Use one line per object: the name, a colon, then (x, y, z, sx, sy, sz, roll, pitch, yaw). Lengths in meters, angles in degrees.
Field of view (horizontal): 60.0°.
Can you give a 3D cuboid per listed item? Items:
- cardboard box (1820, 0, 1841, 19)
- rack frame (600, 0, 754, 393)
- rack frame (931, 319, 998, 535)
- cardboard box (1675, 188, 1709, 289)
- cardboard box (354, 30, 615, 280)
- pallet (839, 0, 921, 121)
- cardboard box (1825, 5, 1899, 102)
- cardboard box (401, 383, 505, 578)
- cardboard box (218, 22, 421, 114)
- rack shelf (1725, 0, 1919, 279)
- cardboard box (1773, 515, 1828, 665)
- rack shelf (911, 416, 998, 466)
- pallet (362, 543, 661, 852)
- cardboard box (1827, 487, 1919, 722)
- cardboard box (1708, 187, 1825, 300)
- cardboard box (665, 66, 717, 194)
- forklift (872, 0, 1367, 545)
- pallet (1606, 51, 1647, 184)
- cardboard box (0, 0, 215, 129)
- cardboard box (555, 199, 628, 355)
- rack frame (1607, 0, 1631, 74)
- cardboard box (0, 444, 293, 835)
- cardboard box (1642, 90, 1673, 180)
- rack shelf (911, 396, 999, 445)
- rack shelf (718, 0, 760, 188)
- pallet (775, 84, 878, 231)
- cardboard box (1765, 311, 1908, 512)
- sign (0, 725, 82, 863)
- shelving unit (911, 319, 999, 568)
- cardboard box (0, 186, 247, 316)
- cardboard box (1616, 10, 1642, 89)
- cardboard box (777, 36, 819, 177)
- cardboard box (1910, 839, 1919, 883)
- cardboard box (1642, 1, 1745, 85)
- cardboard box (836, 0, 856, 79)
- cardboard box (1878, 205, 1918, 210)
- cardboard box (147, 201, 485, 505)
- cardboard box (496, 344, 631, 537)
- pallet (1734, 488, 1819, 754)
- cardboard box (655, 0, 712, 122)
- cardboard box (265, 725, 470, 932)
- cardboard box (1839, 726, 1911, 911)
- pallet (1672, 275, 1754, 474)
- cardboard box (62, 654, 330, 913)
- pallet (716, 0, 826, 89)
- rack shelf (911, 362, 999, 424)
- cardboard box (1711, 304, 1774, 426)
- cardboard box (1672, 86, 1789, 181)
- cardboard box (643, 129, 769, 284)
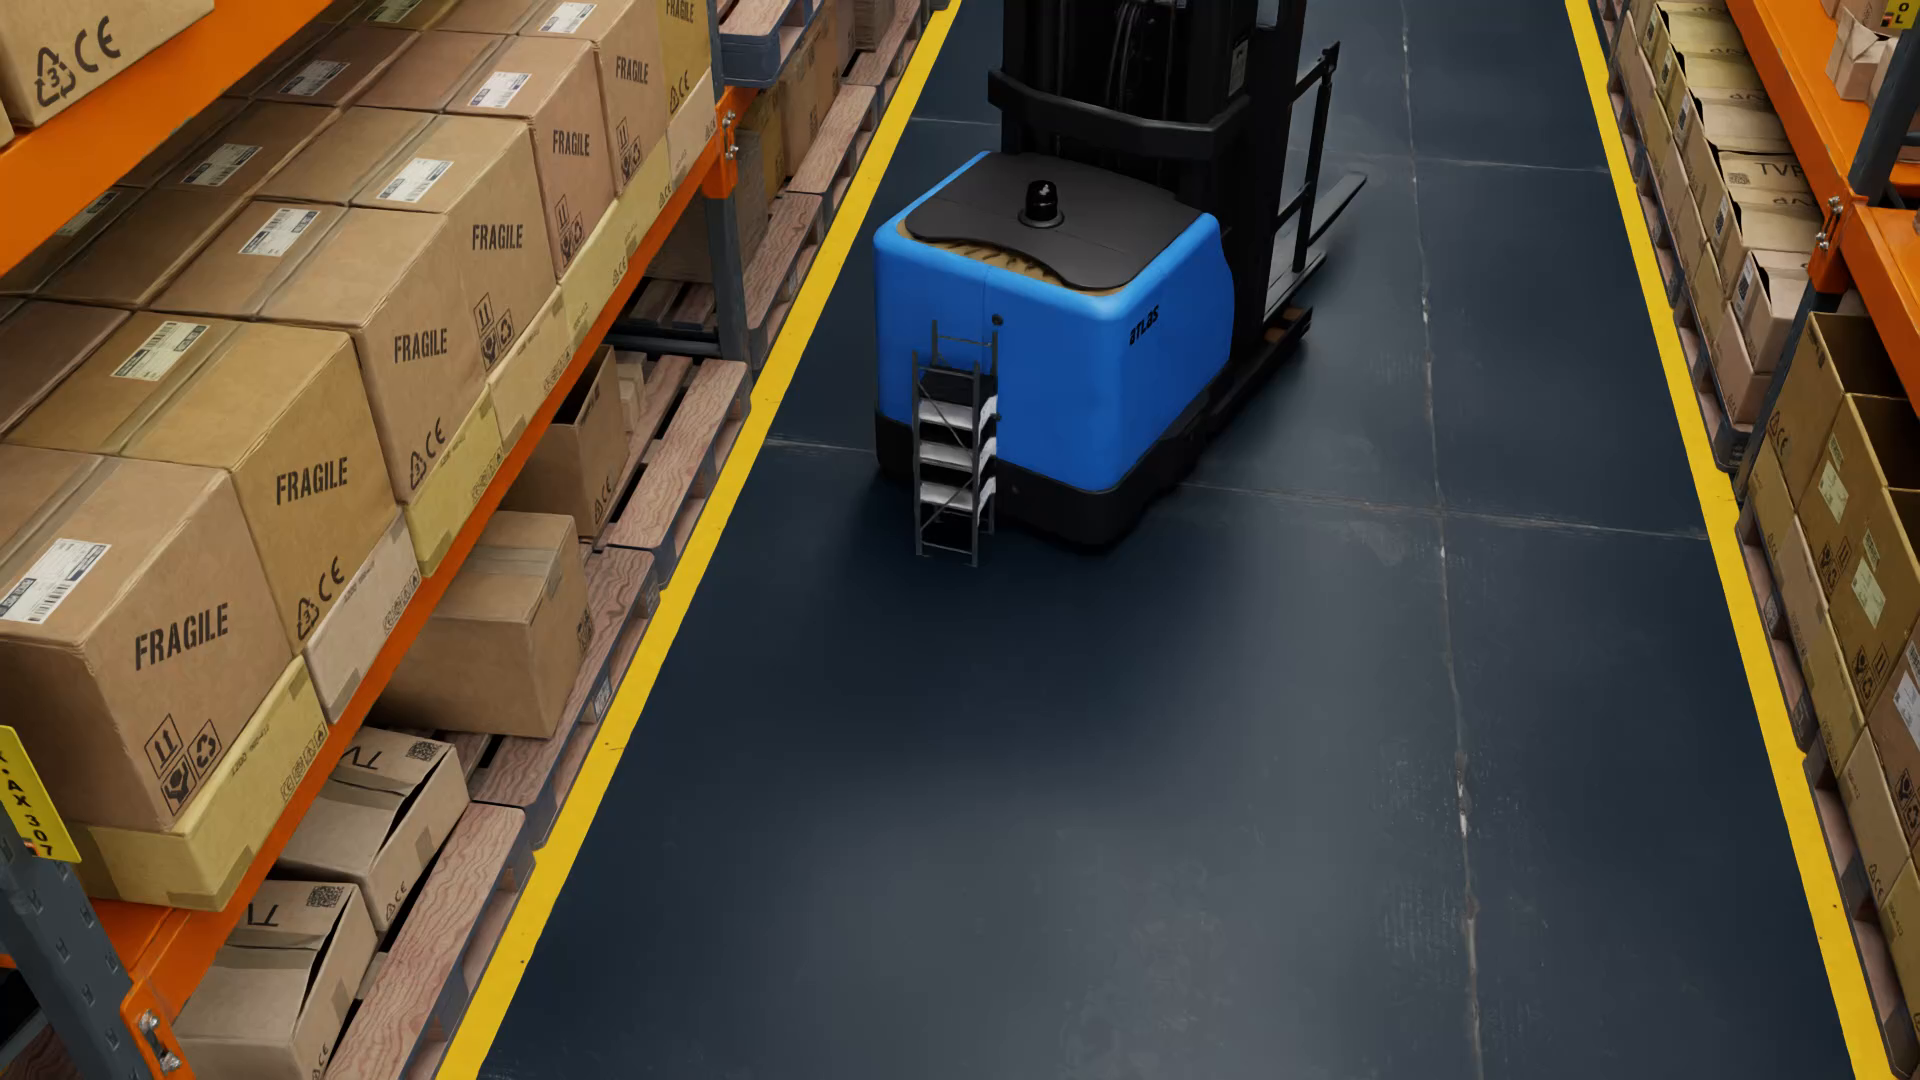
cardboard box: (3.830, -2.442, 6.771, 0.500, 0.500, 0.500, 6, 40, 8)
rack frame: (-1.377, -1.822, 6.100, 1.000, 3.000, 0.127, 6, 40, 8)
rack frame: (0.015, -0.393, 6.019, 0.240, 0.900, 0.006, 12, 41, 14)
cardboard box: (3.467, -1.311, 7.310, 0.500, 0.250, 0.500, 7, 40, 9)
cardboard box: (-1.332, -1.102, 4.742, 0.500, 0.500, 0.500, 5, 40, 6)
pallet: (-0.821, -2.768, 9.432, 1.003, 0.211, 1.213, 6, 40, 8)
cardboard box: (3.474, -1.799, 6.177, 0.396, 0.266, 0.258, 5, 40, 7)
cardboard box: (-1.502, -0.180, 4.215, 0.500, 0.250, 0.500, 6, 40, 7)
cardboard box: (-1.849, -1.153, 4.804, 0.500, 0.500, 0.500, 7, 40, 9)
rack shelf: (3.849, -2.256, 7.189, 1.077, 0.370, 4.000, 6, 40, 8)
cardboard box: (3.033, 0.190, 5.494, 0.500, 0.250, 0.500, 6, 40, 8)
rack shelf: (-0.017, -0.375, 5.908, 0.258, 0.077, 0.200, 12, 41, 14)
pallet: (-1.667, 0.446, 5.545, 1.003, 0.211, 1.213, 6, 40, 8)
cardboard box: (2.941, 0.215, 4.876, 0.500, 0.500, 0.500, 6, 40, 8)
cardboard box: (3.375, -1.210, 6.747, 0.500, 0.311, 0.500, 7, 40, 9)
cardboard box: (-1.160, -1.441, 5.741, 0.500, 0.250, 0.500, 6, 40, 8)
forklift: (0.880, -2.025, 6.399, 1.130, 2.935, 3.031, 22, 44, 24)
pallet: (4.014, -2.202, 8.747, 1.003, 0.211, 1.213, 6, 40, 8)
cardboard box: (-1.637, -1.030, 2.693, 0.500, 0.500, 0.500, 9, 40, 11)
cardboard box: (-1.326, -0.812, 4.980, 0.500, 0.250, 0.500, 6, 40, 7)
rack frame: (4.195, -3.789, 8.478, 1.000, 3.000, 0.127, 6, 40, 8)
cardboard box: (-1.690, 0.183, 3.188, 0.500, 0.500, 0.500, 6, 40, 8)
cardboard box: (3.645, -1.952, 8.085, 0.500, 0.250, 0.500, 5, 40, 6)
rack shelf: (-0.017, -0.444, 5.851, 0.258, 0.077, 0.200, 12, 41, 14)
rack shelf: (-1.031, -2.800, 7.847, 1.077, 0.370, 4.000, 6, 40, 8)
pallet: (-1.035, -2.004, 8.508, 1.003, 0.211, 1.213, 6, 40, 8)
cardboard box: (3.114, -0.413, 5.635, 0.500, 0.500, 0.500, 6, 40, 8)
sign: (-1.534, 0.414, 2.716, 0.100, 0.325, 0.005, 6, 40, 8)
shelving unit: (-0.017, -0.331, 5.944, 0.258, 0.900, 0.210, 12, 41, 14)
cardboard box: (-2.015, -0.510, 4.026, 0.500, 0.500, 0.500, 5, 40, 6)
cardboard box: (3.815, -2.595, 8.862, 0.500, 0.250, 0.500, 6, 40, 8)
cardboard box: (-1.098, -2.138, 8.098, 0.700, 0.500, 0.500, 7, 40, 8)
cardboard box: (2.769, 0.842, 4.117, 0.500, 0.500, 0.500, 6, 40, 8)
cardboard box: (3.733, -2.480, 8.284, 0.500, 0.311, 0.500, 5, 40, 7)
cardboard box: (-0.961, -2.771, 8.864, 0.700, 0.500, 0.500, 6, 40, 8)
cardboard box: (3.912, -1.142, 6.666, 0.500, 0.311, 0.500, 6, 40, 7)
cardboard box: (-1.499, -0.450, 3.954, 0.500, 0.500, 0.500, 5, 40, 6)
cardboard box: (-1.517, -0.373, 5.963, 0.500, 0.500, 0.500, 4, 40, 4)
pallet: (3.324, 0.291, 5.733, 1.003, 0.211, 1.213, 6, 40, 8)
cardboard box: (-1.154, -1.730, 5.502, 0.500, 0.500, 0.500, 6, 40, 8)
cardboard box: (-1.762, 0.773, 4.726, 0.500, 0.311, 0.500, 10, 41, 11)
cardboard box: (2.860, 0.818, 4.735, 0.500, 0.250, 0.500, 6, 40, 8)
pallet: (3.592, -0.670, 6.895, 1.003, 0.211, 1.213, 6, 40, 8)
cardboard box: (-1.672, 0.467, 3.433, 0.500, 0.250, 0.500, 5, 40, 6)
pallet: (-1.101, -2.212, 6.722, 1.003, 0.211, 1.213, 6, 40, 8)
rack shelf: (-0.017, -0.514, 5.794, 0.258, 0.077, 0.200, 12, 41, 14)
cardboard box: (3.289, -0.673, 6.538, 0.500, 0.250, 0.500, 6, 40, 7)
cardboard box: (3.554, -1.838, 7.507, 0.500, 0.311, 0.500, 6, 40, 7)
cardboard box: (-1.266, -1.492, 7.317, 0.700, 0.500, 0.500, 8, 40, 9)
